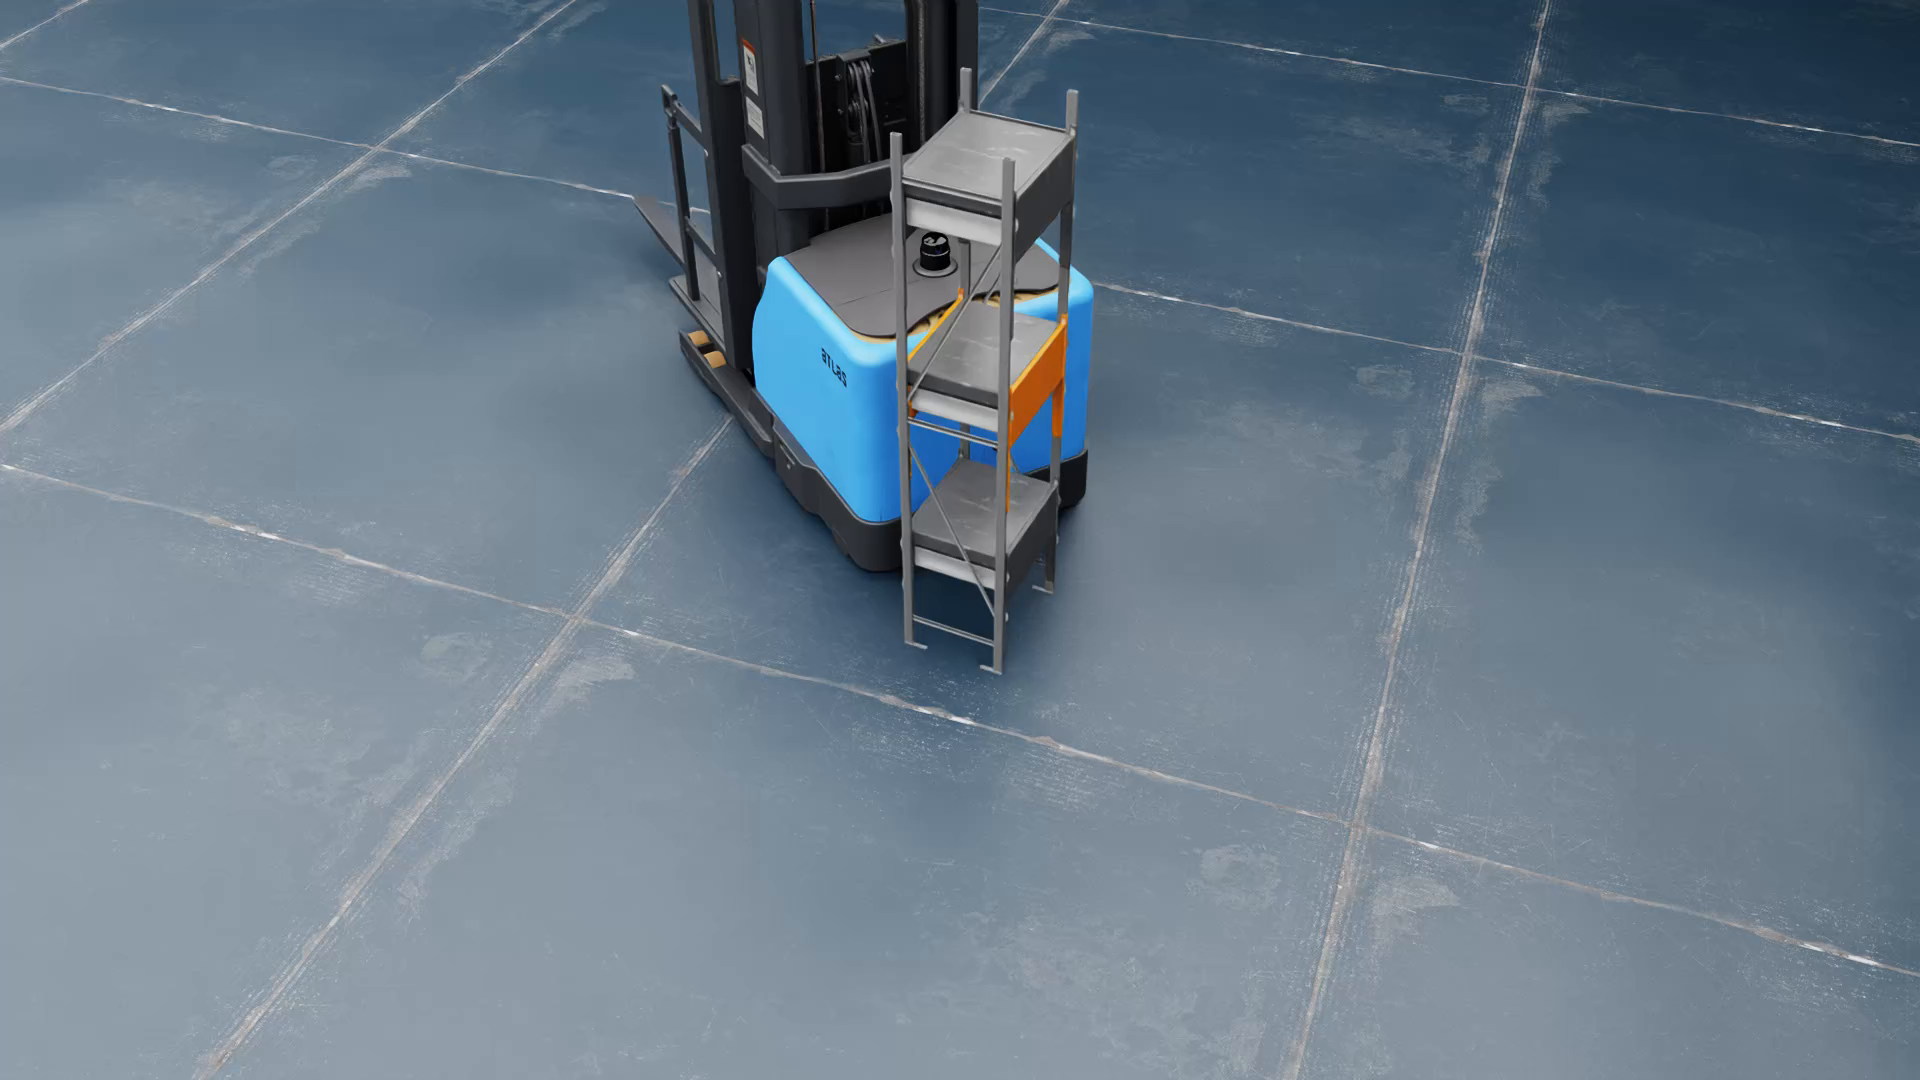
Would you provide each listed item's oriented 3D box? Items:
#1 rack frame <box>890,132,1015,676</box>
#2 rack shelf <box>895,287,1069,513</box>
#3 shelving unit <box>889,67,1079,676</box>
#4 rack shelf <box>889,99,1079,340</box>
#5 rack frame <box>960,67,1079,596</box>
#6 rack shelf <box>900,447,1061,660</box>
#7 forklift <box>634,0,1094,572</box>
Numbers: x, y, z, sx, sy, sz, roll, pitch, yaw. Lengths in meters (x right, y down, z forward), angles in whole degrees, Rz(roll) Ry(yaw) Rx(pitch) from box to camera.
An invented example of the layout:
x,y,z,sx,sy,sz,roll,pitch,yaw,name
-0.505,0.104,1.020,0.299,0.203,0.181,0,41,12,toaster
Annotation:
x,y,z,sx,sy,sz,roll,pitch,yaw,name
-0.024,-0.354,5.547,0.400,2.100,0.015,17,43,19,rack frame
0.080,-0.486,5.723,0.431,0.518,0.480,17,43,19,rack shelf
0.080,-0.497,5.715,0.431,2.100,0.503,17,43,19,shelving unit
0.080,-1.019,5.269,0.431,0.518,0.480,17,43,19,rack shelf
0.184,-0.640,5.882,0.400,2.100,0.015,17,43,19,rack frame
0.080,0.046,6.178,0.431,0.518,0.480,17,43,19,rack shelf
-0.634,-1.936,6.761,1.130,2.935,3.031,-20,44,-22,forklift
